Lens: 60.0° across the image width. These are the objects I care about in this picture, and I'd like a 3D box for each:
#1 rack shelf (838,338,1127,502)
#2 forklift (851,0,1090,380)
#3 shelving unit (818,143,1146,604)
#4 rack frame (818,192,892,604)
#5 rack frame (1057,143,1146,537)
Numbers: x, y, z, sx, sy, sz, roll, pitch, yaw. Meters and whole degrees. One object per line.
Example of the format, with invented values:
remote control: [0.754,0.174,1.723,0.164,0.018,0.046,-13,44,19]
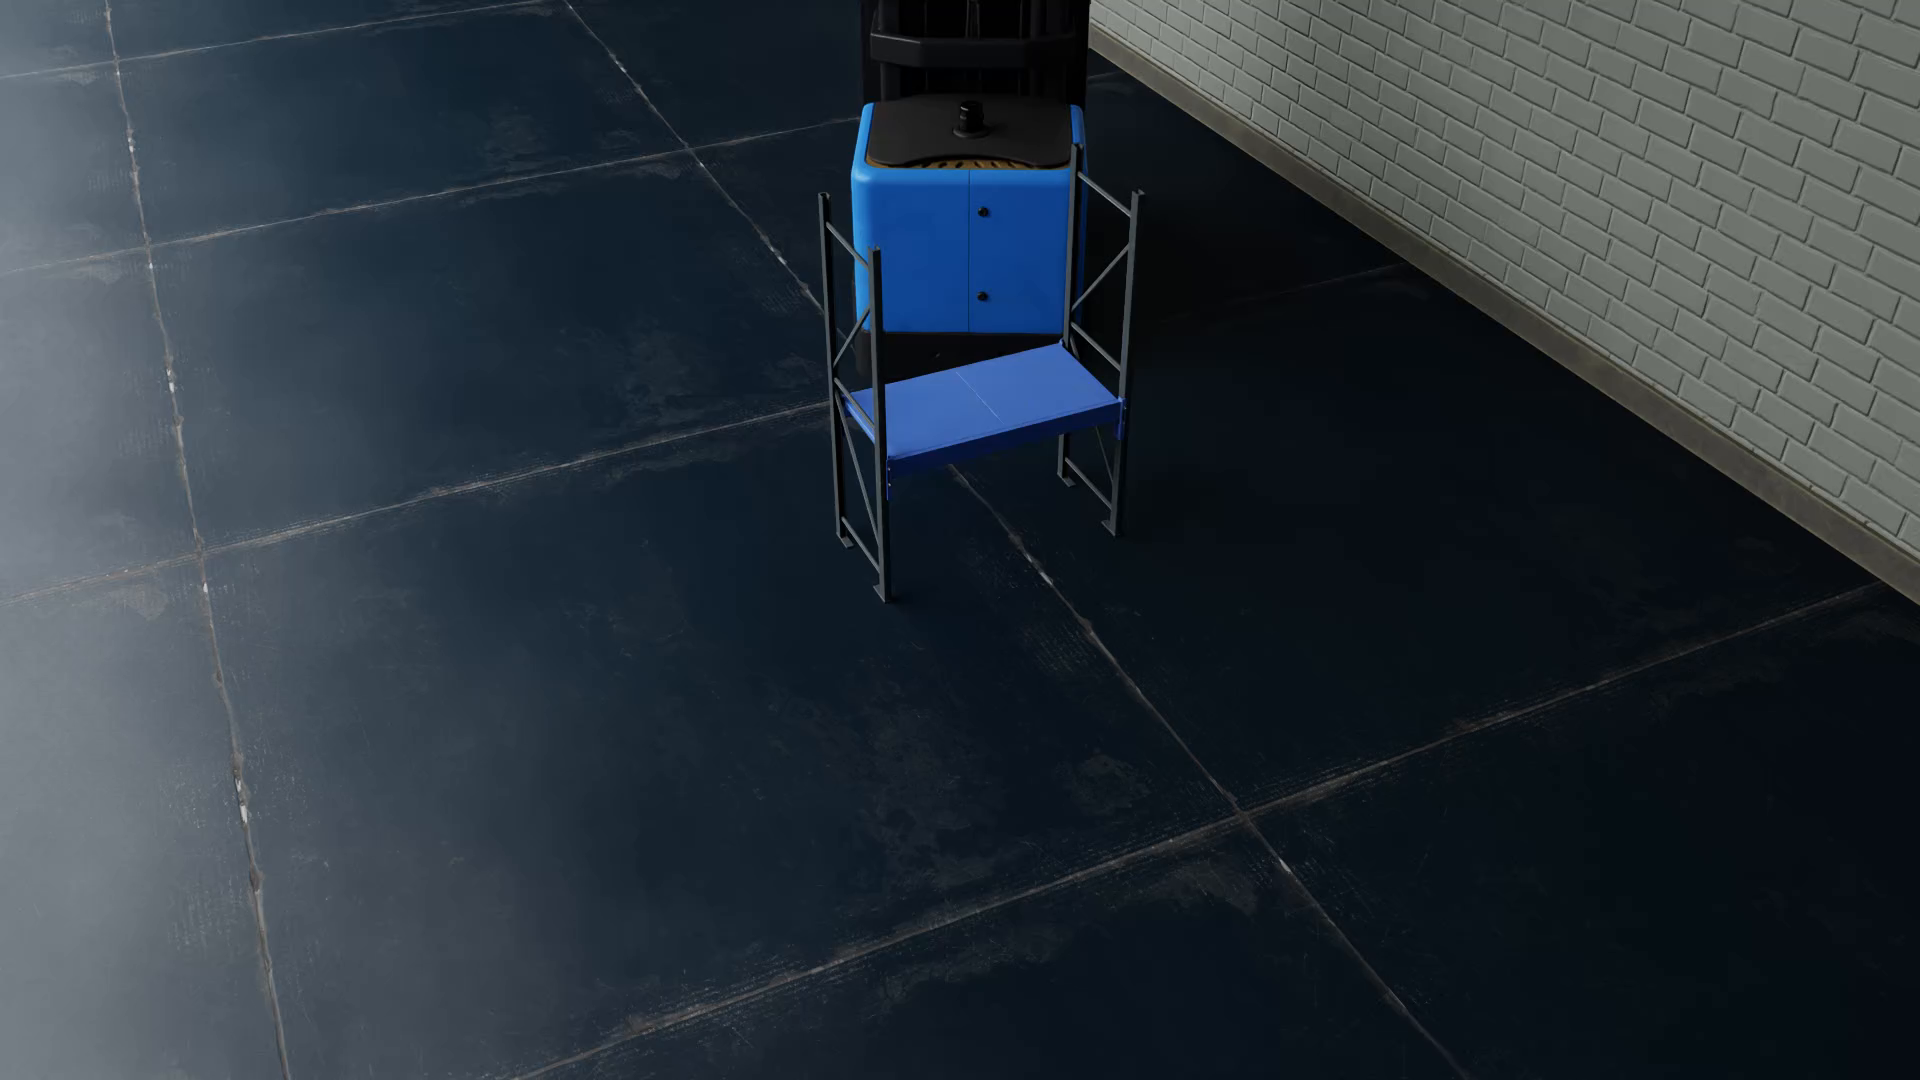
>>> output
rack shelf: [0.077,-0.480,6.439,1.000,0.185,0.538,-16,39,-20]
forklift: [0.074,-2.749,7.995,1.130,2.935,3.031,1,37,1]
shelving unit: [0.077,-0.624,6.332,1.048,1.500,0.538,-16,39,-20]
rack frame: [-0.383,-0.495,6.159,0.032,1.500,0.500,-16,39,-20]
rack frame: [0.537,-0.753,6.506,0.032,1.500,0.500,-16,39,-20]
